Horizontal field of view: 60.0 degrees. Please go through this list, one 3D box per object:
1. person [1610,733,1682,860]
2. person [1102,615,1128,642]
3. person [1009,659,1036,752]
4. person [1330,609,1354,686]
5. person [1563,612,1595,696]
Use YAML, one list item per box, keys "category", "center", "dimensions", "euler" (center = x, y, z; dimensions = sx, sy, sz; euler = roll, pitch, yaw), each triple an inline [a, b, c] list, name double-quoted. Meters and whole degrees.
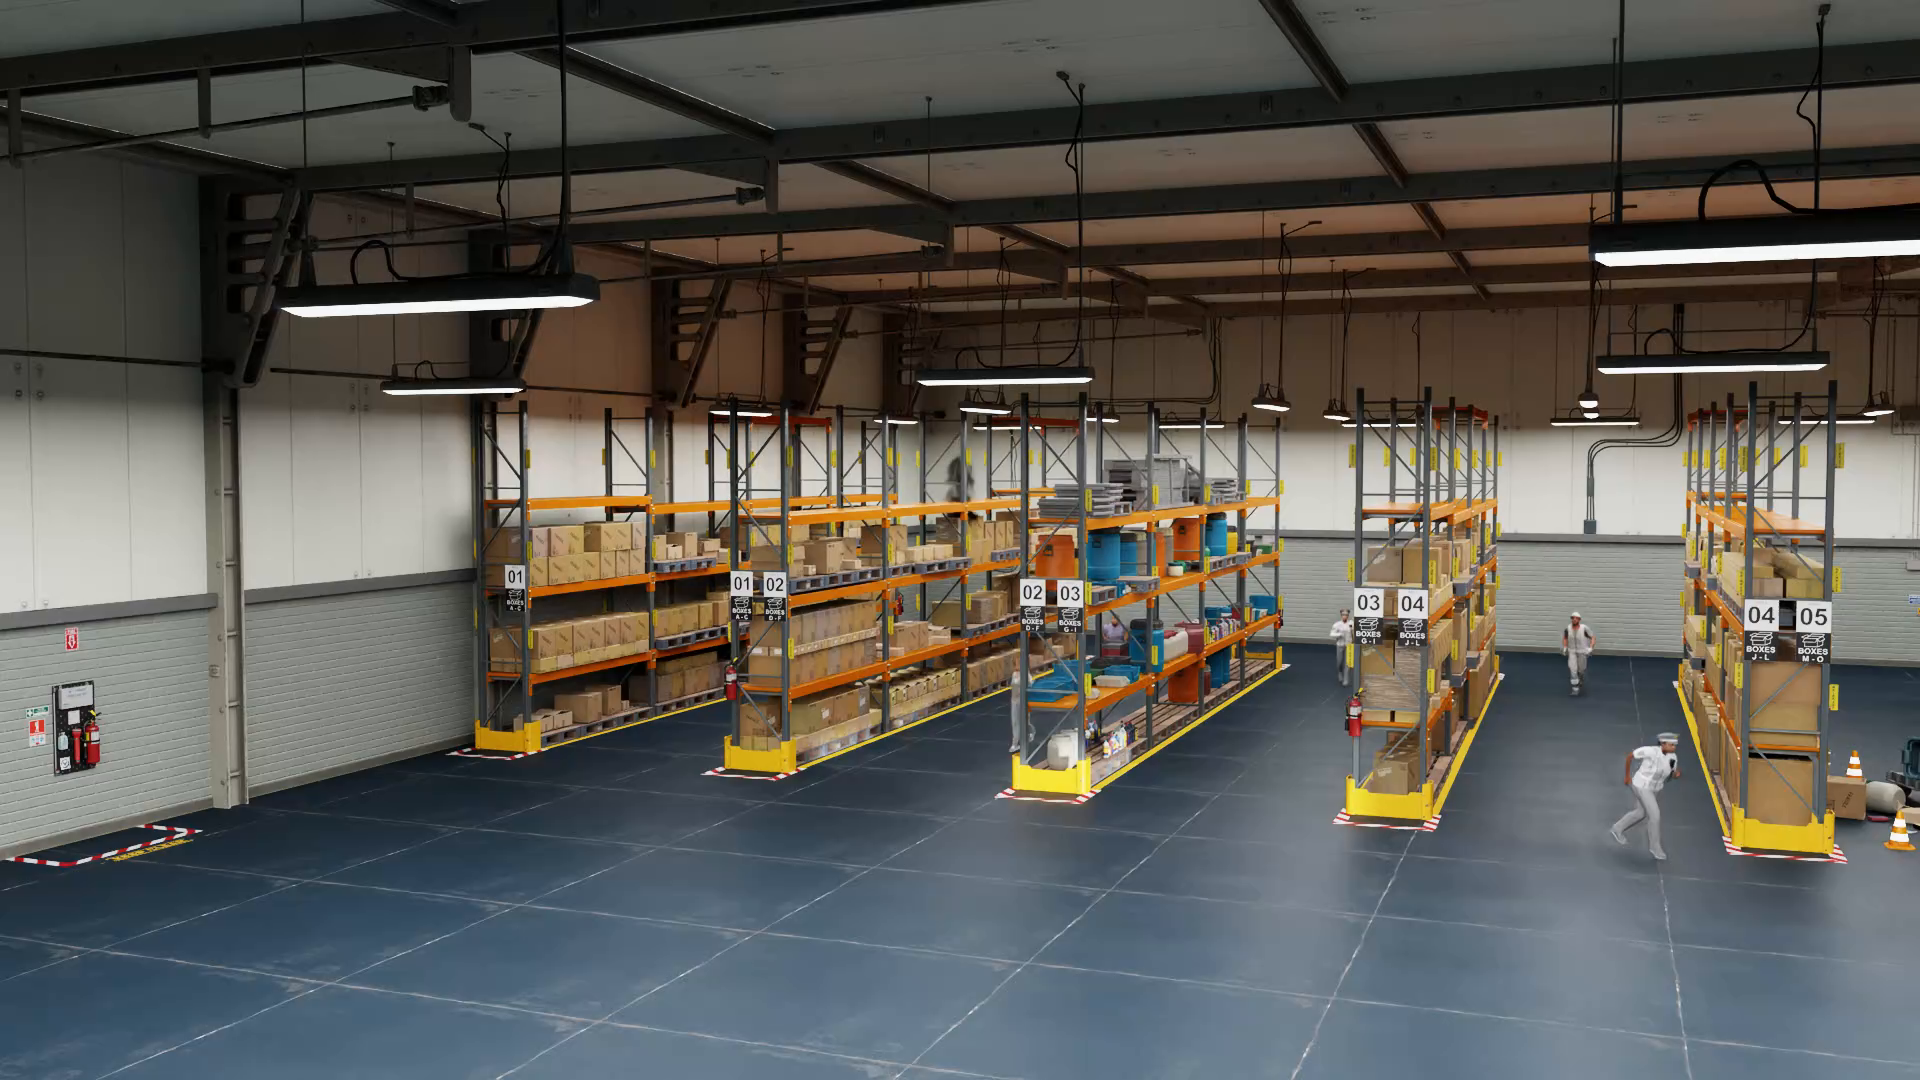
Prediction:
- category: "person"
  center: [8.741, 3.182, 21.160]
  dimensions: [0.582, 1.568, 0.993]
  euler: [-1, 3, -27]
- category: "person"
  center: [3.387, 2.428, 36.516]
  dimensions: [0.609, 1.650, 1.060]
  euler: [1, 3, 11]
- category: "person"
  center: [1.078, 2.825, 28.596]
  dimensions: [0.531, 1.591, 0.747]
  euler: [2, 3, 37]
- category: "person"
  center: [8.454, 2.332, 36.568]
  dimensions: [0.613, 1.648, 0.972]
  euler: [1, 3, 12]
- category: "person"
  center: [13.159, 2.408, 35.354]
  dimensions: [0.666, 1.772, 0.713]
  euler: [2, 3, 31]
